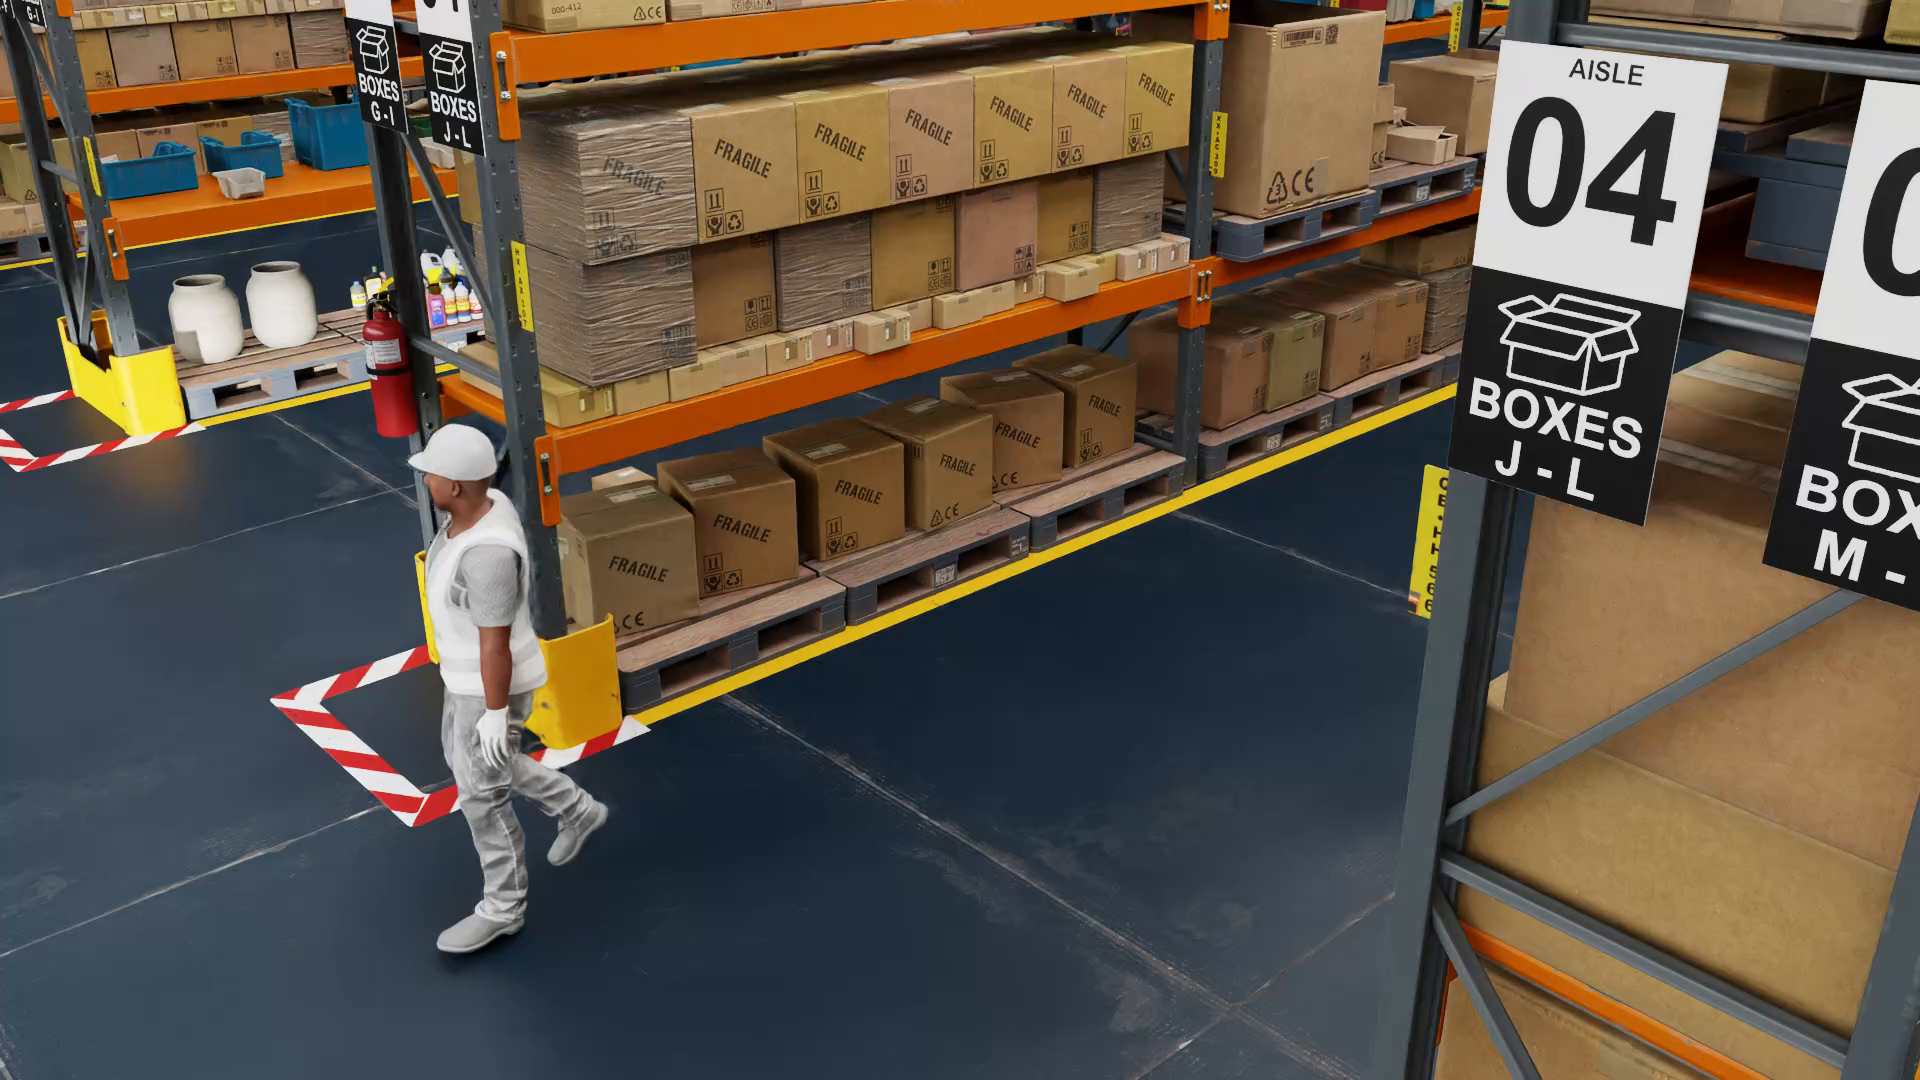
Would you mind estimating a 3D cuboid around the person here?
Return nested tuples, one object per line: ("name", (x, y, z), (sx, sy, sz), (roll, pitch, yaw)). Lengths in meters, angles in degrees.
("person", (-1.536, 0.456, 5.523), (0.647, 1.773, 0.607), (-10, 26, -20))
